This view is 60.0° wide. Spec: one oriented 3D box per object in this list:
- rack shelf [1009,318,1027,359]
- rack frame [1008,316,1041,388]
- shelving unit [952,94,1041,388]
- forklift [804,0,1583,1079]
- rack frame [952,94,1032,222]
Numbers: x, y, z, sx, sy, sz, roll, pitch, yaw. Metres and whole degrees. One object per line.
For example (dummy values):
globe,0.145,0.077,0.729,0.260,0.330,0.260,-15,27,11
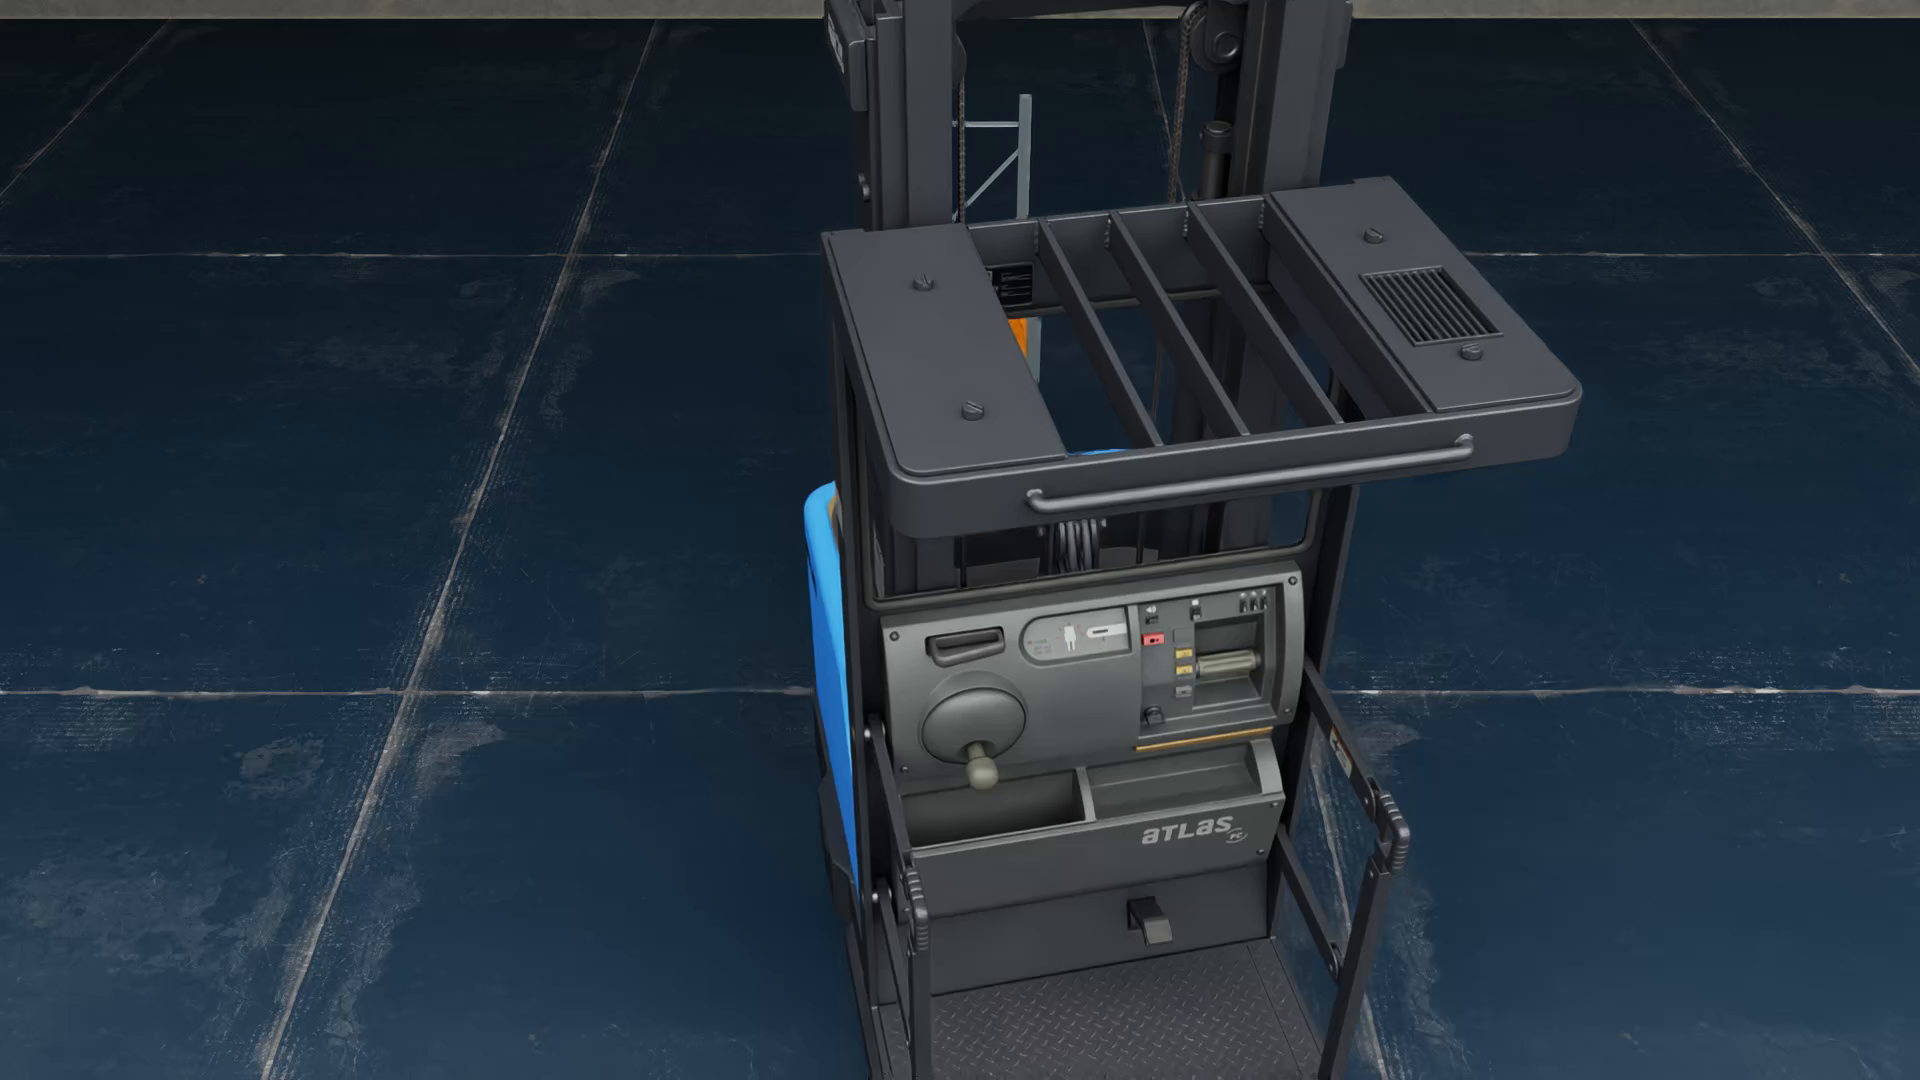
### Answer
rack shelf,0.000,-0.498,5.960,0.538,0.185,1.000,0,39,0
rack frame,0.000,-0.321,5.451,0.500,1.500,0.032,0,39,0
shelving unit,0.000,-0.633,5.840,0.587,1.500,1.083,0,39,0
forklift,0.345,0.372,3.442,1.130,2.935,3.031,-7,39,-9
rack frame,-0.001,-0.957,6.244,0.500,1.500,0.032,0,39,0
